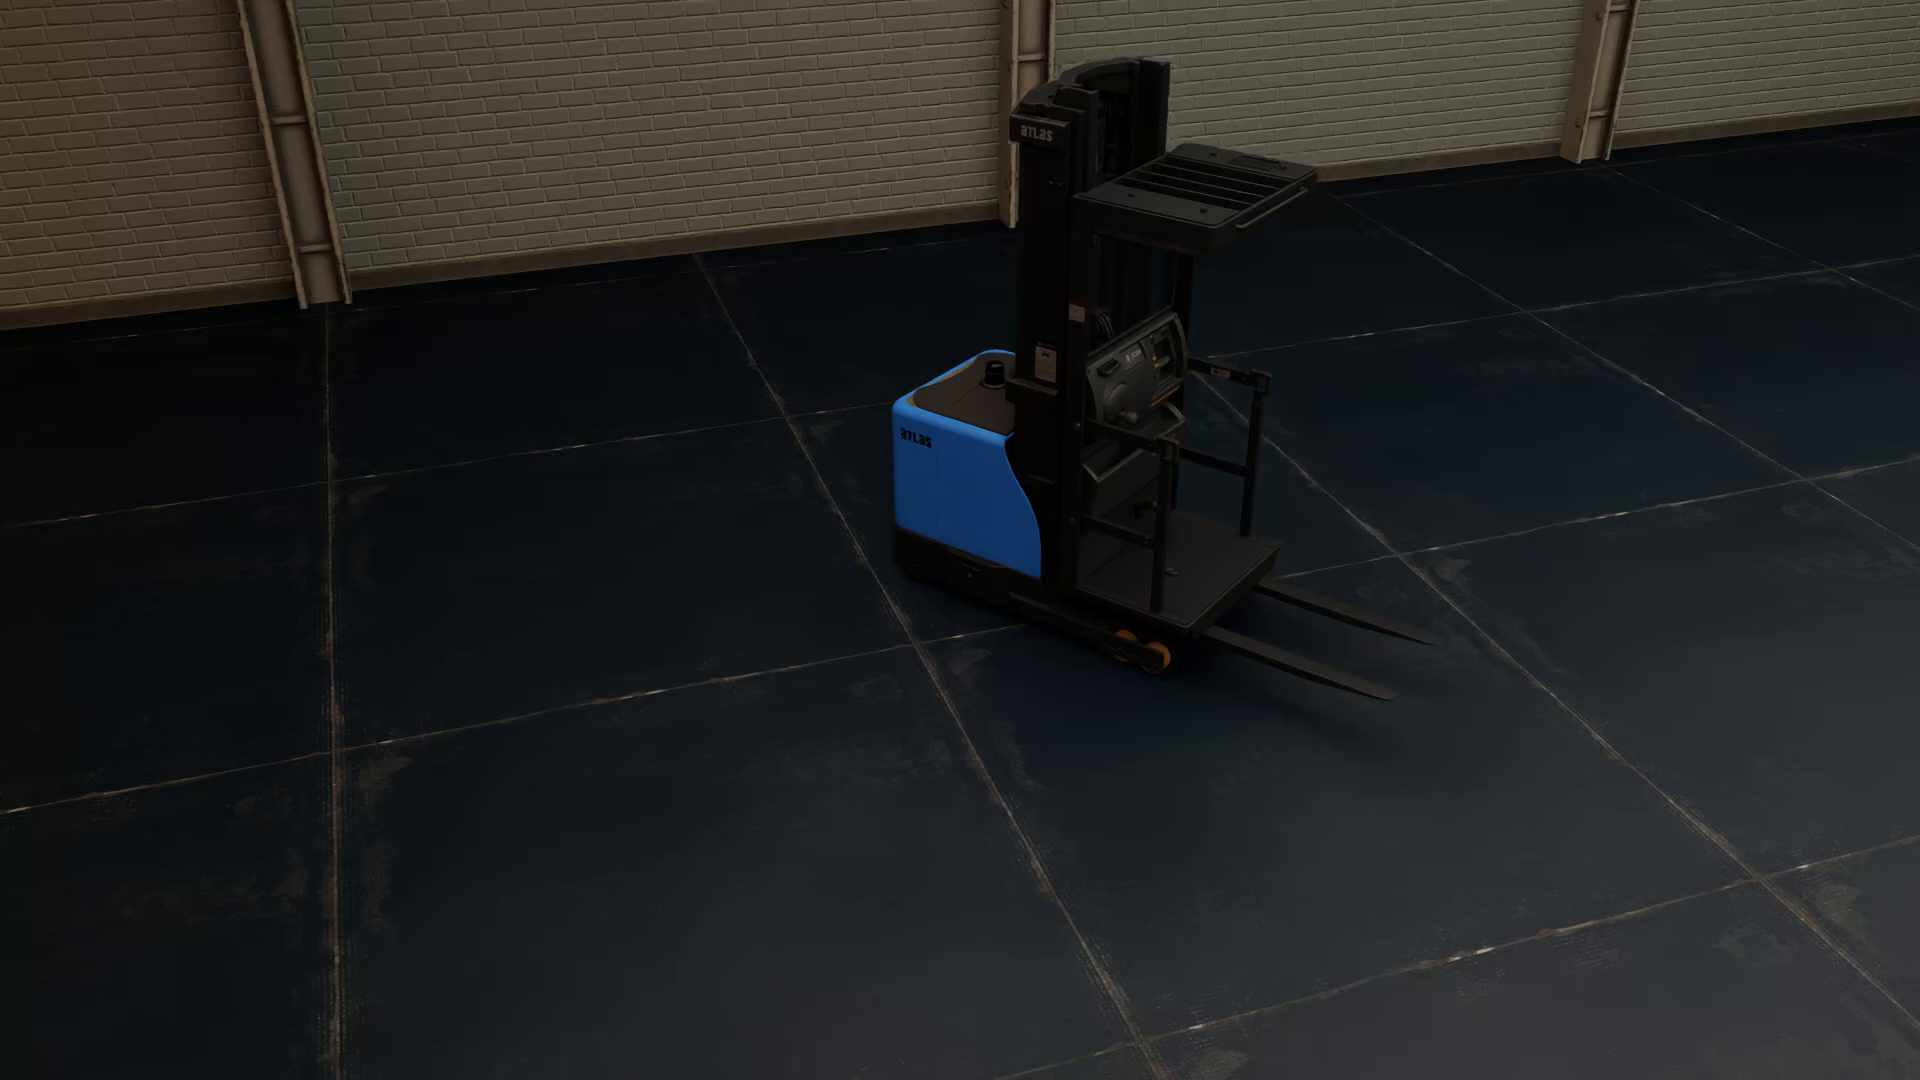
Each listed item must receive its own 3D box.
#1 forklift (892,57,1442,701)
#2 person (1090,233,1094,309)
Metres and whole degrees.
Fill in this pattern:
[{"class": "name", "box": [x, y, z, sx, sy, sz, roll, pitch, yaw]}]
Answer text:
[{"class": "forklift", "box": [1.097, -0.865, 8.591, 3.031, 2.935, 1.130, 20, 35, 31]}, {"class": "person", "box": [1.051, -1.792, 11.534, 0.573, 1.640, 0.868, 2, 30, 3]}]
